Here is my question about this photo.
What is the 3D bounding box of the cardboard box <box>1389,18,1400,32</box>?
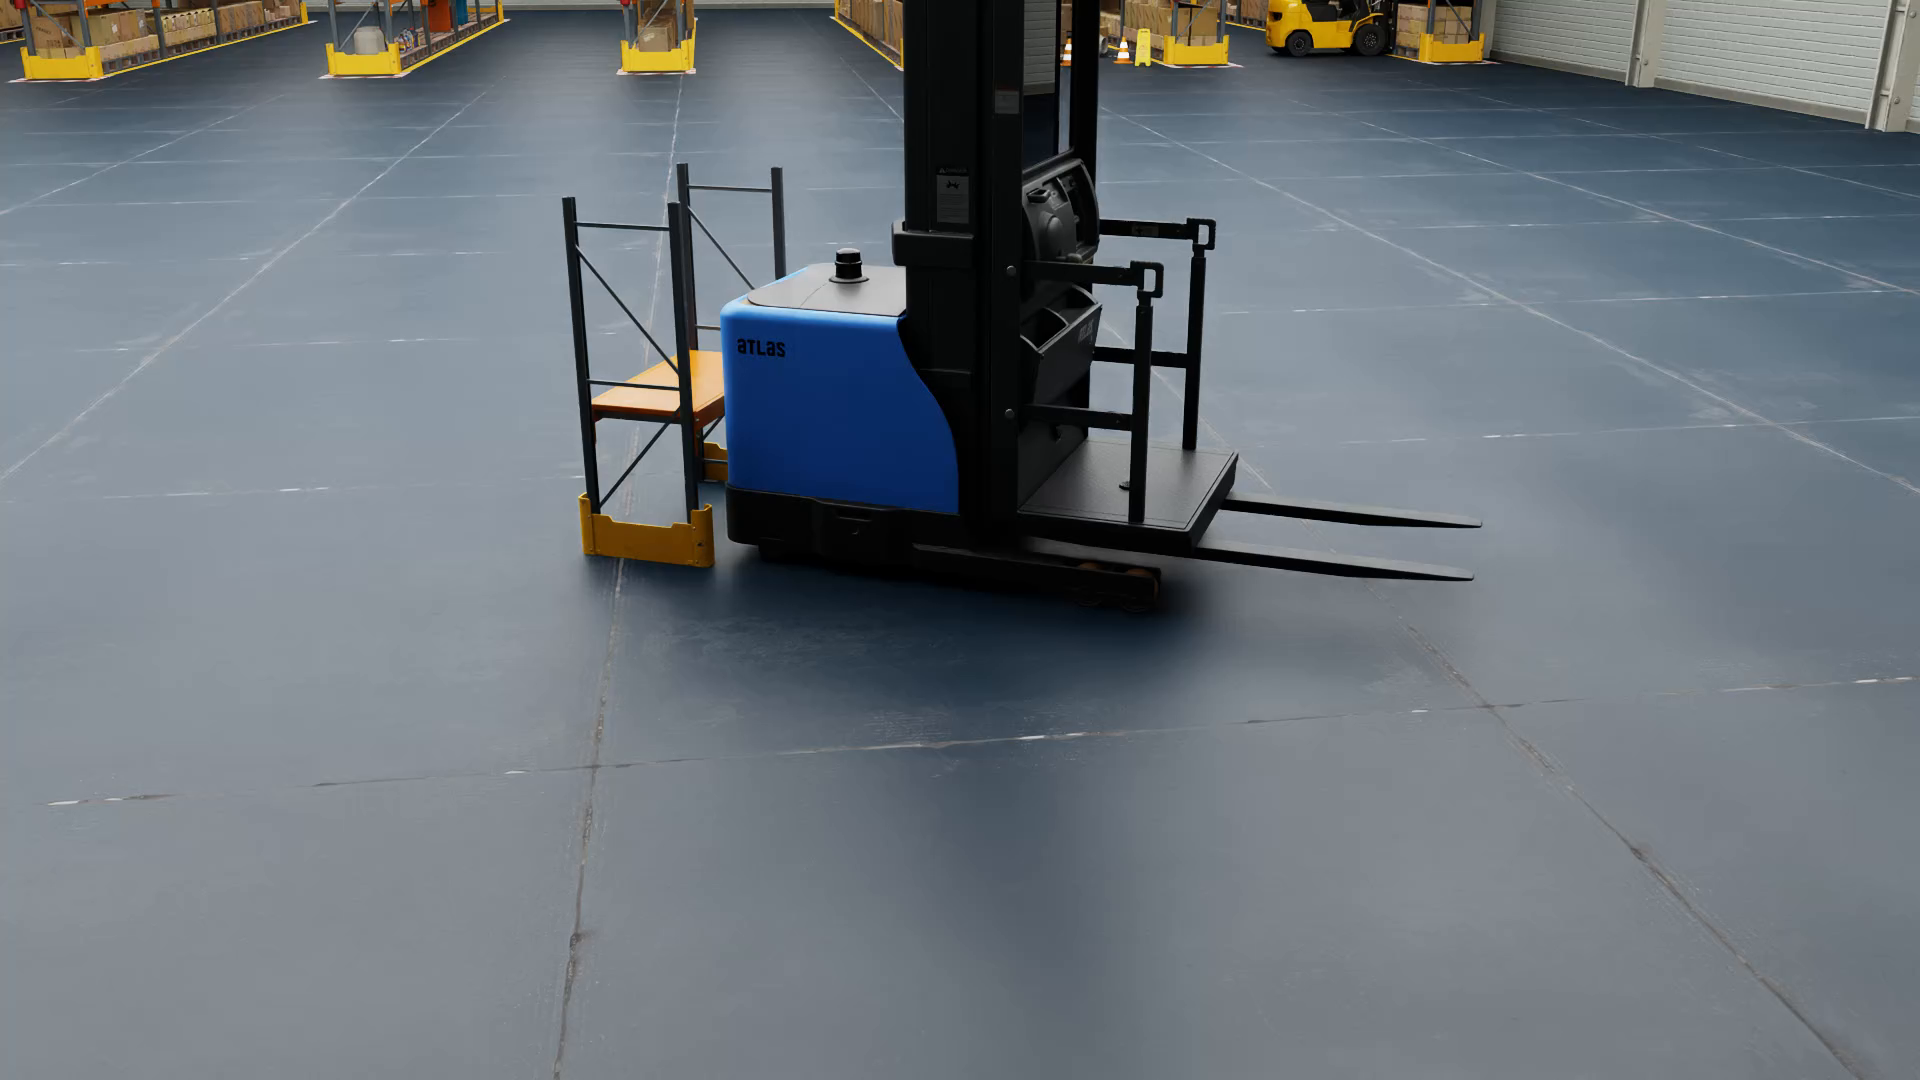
[{"bbox_3d":[8.777,-10.166,32.764,0.500,0.250,0.500,-3,21,-9],"label":"cardboard box"}]

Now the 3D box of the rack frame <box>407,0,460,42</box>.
[{"bbox_3d":[-11.459,-12.287,35.828,1.000,3.000,0.127,-3,21,-8],"label":"rack frame"}]

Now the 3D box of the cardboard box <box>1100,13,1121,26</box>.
[{"bbox_3d":[3.538,-11.289,36.309,0.950,0.372,0.625,-2,21,-6],"label":"cardboard box"}]

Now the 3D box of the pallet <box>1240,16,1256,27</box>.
[{"bbox_3d":[7.738,-13.087,41.955,1.003,0.211,1.213,-3,21,-8],"label":"pallet"}]

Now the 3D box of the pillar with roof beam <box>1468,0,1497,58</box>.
[{"bbox_3d":[5.844,-13.399,30.228,9.100,9.000,0.400,-3,21,-8],"label":"pillar with roof beam"}]

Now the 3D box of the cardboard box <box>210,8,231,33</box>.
[{"bbox_3d":[-16.144,-11.246,35.983,0.500,0.500,0.500,-2,21,-5],"label":"cardboard box"}]

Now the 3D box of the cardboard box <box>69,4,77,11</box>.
[{"bbox_3d":[-22.071,-12.999,40.704,0.700,0.500,0.500,-4,21,-10],"label":"cardboard box"}]

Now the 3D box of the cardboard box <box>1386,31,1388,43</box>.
[{"bbox_3d":[8.710,-10.099,33.299,0.500,0.250,0.500,-2,21,-6],"label":"cardboard box"}]

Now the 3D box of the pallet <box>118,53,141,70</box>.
[{"bbox_3d":[-15.532,-8.647,30.066,1.003,0.211,1.213,-3,21,-8],"label":"pallet"}]

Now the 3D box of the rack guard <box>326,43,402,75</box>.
[{"bbox_3d":[-10.364,-8.370,28.913,1.175,0.500,0.348,-3,21,-8],"label":"rack guard"}]

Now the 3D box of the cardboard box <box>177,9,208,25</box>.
[{"bbox_3d":[-15.961,-10.862,34.538,0.500,0.311,0.500,-3,21,-9],"label":"cardboard box"}]

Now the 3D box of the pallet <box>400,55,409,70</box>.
[{"bbox_3d":[-10.475,-8.517,29.717,1.003,0.211,1.213,-3,21,-8],"label":"pallet"}]

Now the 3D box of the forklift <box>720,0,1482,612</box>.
[{"bbox_3d":[0.588,-1.302,6.512,3.031,2.935,1.130,7,22,18],"label":"forklift"}]

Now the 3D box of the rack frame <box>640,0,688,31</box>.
[{"bbox_3d":[-6.558,-12.537,36.496,1.000,3.000,0.127,-3,21,-8],"label":"rack frame"}]

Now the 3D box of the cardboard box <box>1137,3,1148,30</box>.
[{"bbox_3d":[3.805,-10.330,32.844,0.500,0.500,0.500,-2,21,-5],"label":"cardboard box"}]

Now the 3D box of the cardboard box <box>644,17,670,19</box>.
[{"bbox_3d":[-5.963,-10.037,32.776,0.500,0.500,0.500,-4,21,-9],"label":"cardboard box"}]

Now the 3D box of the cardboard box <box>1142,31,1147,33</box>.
[{"bbox_3d":[3.871,-9.803,32.505,0.500,0.250,0.500,-4,21,-10],"label":"cardboard box"}]

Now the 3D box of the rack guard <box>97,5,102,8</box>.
[{"bbox_3d":[-22.419,-13.395,42.365,1.175,0.500,0.348,-3,21,-8],"label":"rack guard"}]

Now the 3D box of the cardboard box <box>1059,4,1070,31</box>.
[{"bbox_3d":[2.068,-10.736,34.163,0.500,0.500,0.500,-3,21,-8],"label":"cardboard box"}]

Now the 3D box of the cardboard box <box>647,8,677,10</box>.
[{"bbox_3d":[-6.349,-11.150,35.726,0.700,0.500,0.500,-5,21,-12],"label":"cardboard box"}]

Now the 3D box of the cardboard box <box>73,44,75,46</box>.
[{"bbox_3d":[-15.662,-8.521,29.073,0.500,0.250,0.500,-3,21,-8],"label":"cardboard box"}]

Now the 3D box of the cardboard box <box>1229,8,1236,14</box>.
[{"bbox_3d":[7.212,-13.713,43.118,0.380,0.149,0.250,-4,21,-9],"label":"cardboard box"}]

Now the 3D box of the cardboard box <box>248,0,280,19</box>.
[{"bbox_3d":[-17.214,-13.111,40.971,0.797,0.503,0.637,-3,21,-8],"label":"cardboard box"}]

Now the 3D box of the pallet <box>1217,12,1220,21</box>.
[{"bbox_3d":[7.306,-14.028,44.474,1.003,0.211,1.213,-3,21,-8],"label":"pallet"}]

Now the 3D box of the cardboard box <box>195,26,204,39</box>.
[{"bbox_3d":[-15.897,-10.425,34.171,0.500,0.250,0.500,-2,21,-7],"label":"cardboard box"}]

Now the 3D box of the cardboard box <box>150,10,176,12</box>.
[{"bbox_3d":[-16.492,-10.833,34.461,0.500,0.311,0.500,-3,21,-9],"label":"cardboard box"}]

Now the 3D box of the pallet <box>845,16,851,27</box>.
[{"bbox_3d":[-2.344,-13.062,41.886,1.003,0.211,1.213,-3,21,-8],"label":"pallet"}]

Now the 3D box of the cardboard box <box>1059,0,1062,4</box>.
[{"bbox_3d":[2.840,-13.413,41.277,0.875,0.875,0.875,-2,21,-6],"label":"cardboard box"}]

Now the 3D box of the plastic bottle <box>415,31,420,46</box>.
[{"bbox_3d":[-10.487,-9.686,32.116,0.061,0.283,0.133,-2,21,-5],"label":"plastic bottle"}]

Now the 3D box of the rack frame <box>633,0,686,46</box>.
[{"bbox_3d":[-5.981,-11.152,32.788,1.000,3.000,0.127,-3,21,-8],"label":"rack frame"}]

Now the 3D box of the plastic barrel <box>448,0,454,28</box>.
[{"bbox_3d":[-11.709,-11.914,37.674,0.600,0.588,0.708,-3,21,-8],"label":"plastic barrel"}]

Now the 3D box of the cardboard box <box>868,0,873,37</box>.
[{"bbox_3d":[-1.372,-11.055,35.143,1.050,0.750,0.750,-3,21,-8],"label":"cardboard box"}]

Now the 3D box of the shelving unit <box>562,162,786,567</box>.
[{"bbox_3d":[-1.171,-0.797,7.205,0.587,1.500,1.083,6,21,16],"label":"shelving unit"}]

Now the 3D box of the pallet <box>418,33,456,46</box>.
[{"bbox_3d":[-11.386,-10.711,35.592,1.003,0.211,1.213,-3,21,-8],"label":"pallet"}]

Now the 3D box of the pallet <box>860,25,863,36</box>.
[{"bbox_3d":[-1.746,-11.717,38.285,1.003,0.211,1.213,-3,21,-8],"label":"pallet"}]

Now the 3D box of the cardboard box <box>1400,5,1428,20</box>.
[{"bbox_3d":[8.859,-10.216,32.182,0.500,0.250,0.500,-3,21,-7],"label":"cardboard box"}]

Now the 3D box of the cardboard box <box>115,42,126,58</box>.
[{"bbox_3d":[-15.213,-8.721,29.607,0.500,0.250,0.500,-3,21,-8],"label":"cardboard box"}]

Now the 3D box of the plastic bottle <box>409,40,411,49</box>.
[{"bbox_3d":[-10.367,-9.315,31.240,0.097,0.201,0.097,0,20,0],"label":"plastic bottle"}]

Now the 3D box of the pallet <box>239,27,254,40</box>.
[{"bbox_3d":[-16.604,-11.414,37.476,1.003,0.211,1.213,-3,21,-8],"label":"pallet"}]

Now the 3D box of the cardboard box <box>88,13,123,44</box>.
[{"bbox_3d":[-15.224,-9.071,29.475,0.500,0.500,0.500,-3,21,-8],"label":"cardboard box"}]

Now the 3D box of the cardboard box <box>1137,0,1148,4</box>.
[{"bbox_3d":[3.719,-10.681,32.857,0.380,0.149,0.250,-2,21,-5],"label":"cardboard box"}]

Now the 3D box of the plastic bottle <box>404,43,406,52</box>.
[{"bbox_3d":[-10.274,-9.092,30.643,0.097,0.201,0.097,0,20,0],"label":"plastic bottle"}]

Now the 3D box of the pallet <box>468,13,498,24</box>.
[{"bbox_3d":[-12.532,-13.463,42.962,1.003,0.211,1.213,-3,21,-8],"label":"pallet"}]

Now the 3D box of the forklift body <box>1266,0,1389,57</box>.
[{"bbox_3d":[7.234,-10.686,32.752,2.313,2.155,1.214,-3,21,-8],"label":"forklift body"}]

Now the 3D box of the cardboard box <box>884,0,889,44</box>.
[{"bbox_3d":[-1.037,-10.348,33.070,0.875,0.875,0.875,-3,21,-7],"label":"cardboard box"}]

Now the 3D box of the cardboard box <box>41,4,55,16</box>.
[{"bbox_3d":[-21.846,-12.462,39.269,0.700,0.500,0.500,-3,21,-7],"label":"cardboard box"}]

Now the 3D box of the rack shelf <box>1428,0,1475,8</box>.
[{"bbox_3d":[9.025,-10.874,33.072,1.077,0.370,4.000,-3,21,-8],"label":"rack shelf"}]

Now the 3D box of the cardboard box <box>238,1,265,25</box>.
[{"bbox_3d":[-16.583,-12.302,38.812,0.500,0.500,0.500,-3,21,-8],"label":"cardboard box"}]
